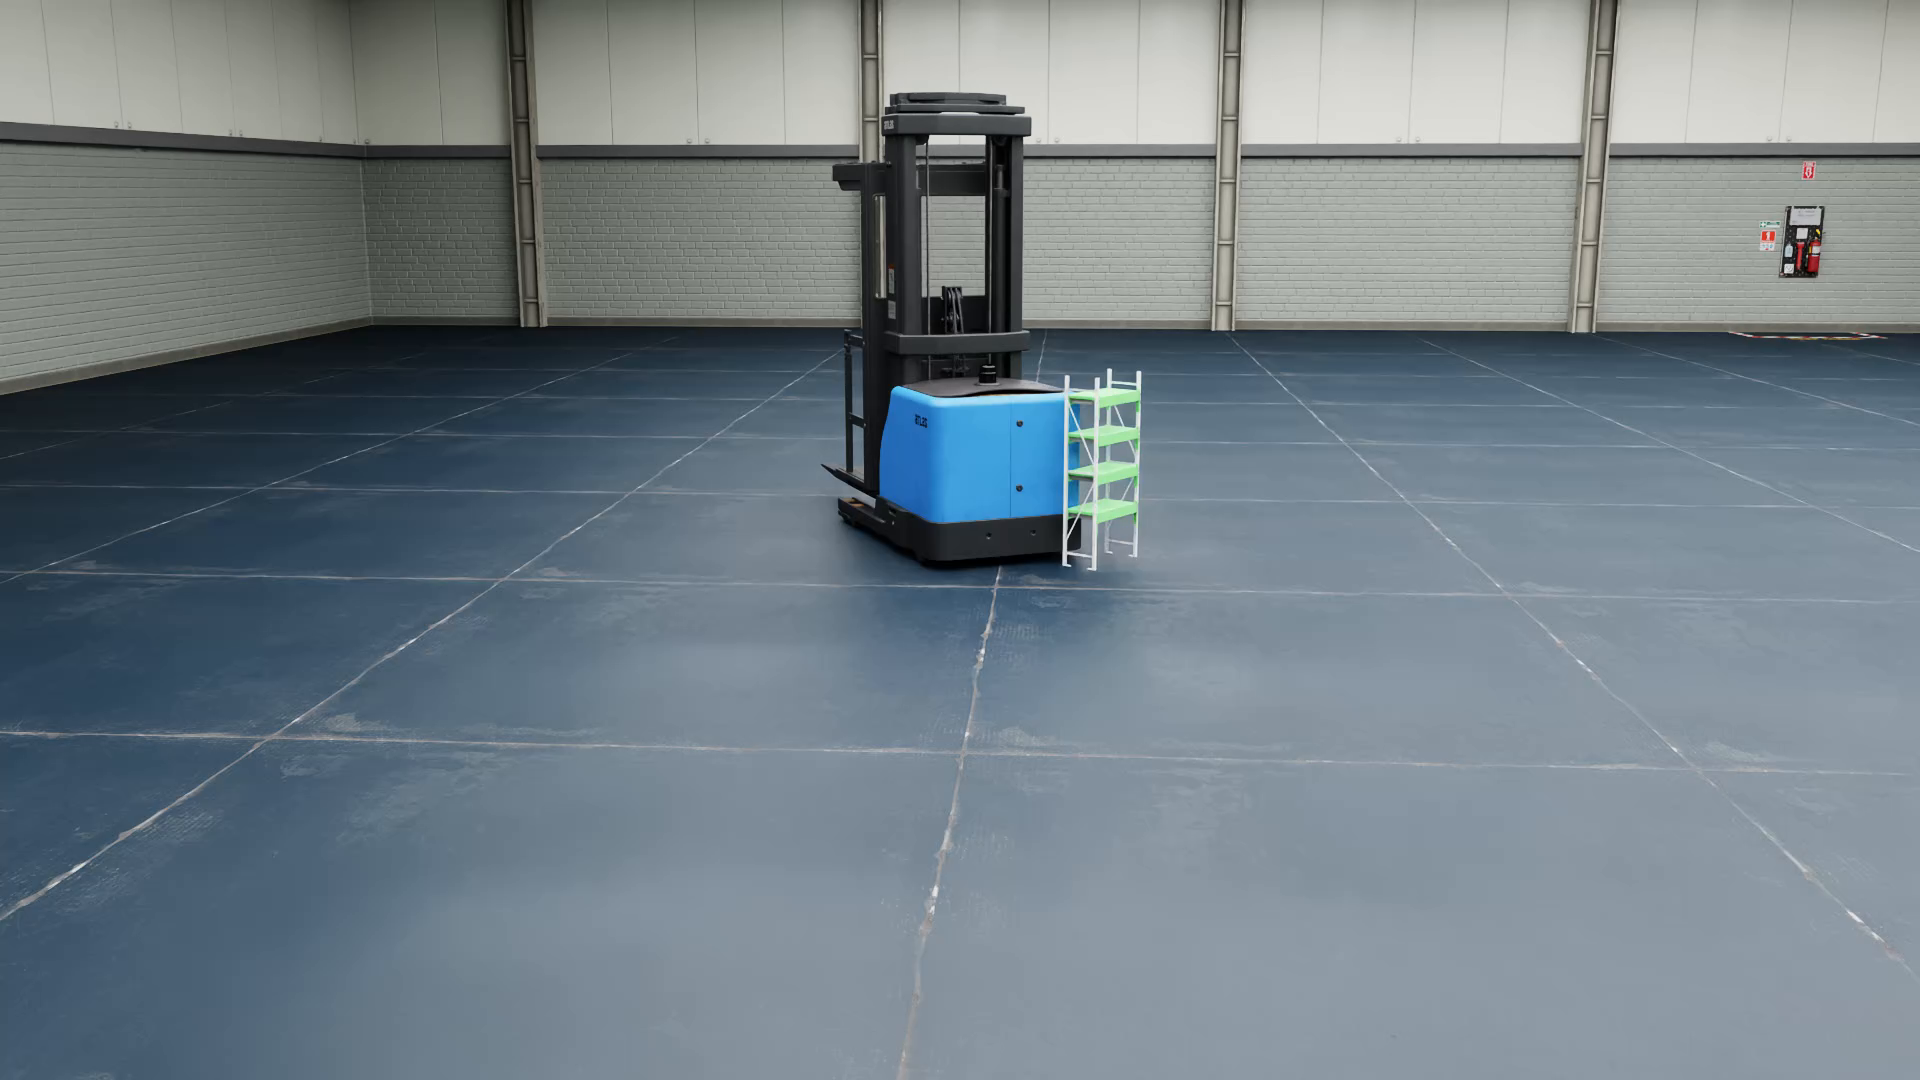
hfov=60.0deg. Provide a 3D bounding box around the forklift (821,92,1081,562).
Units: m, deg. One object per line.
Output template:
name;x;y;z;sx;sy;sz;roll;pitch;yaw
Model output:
forklift;-0.227;-1.555;11.543;1.130;2.935;3.031;-5;13;-21

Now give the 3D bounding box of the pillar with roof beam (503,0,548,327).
pillar with roof beam;-7.772;-7.284;24.112;0.400;9.000;9.100;1;12;4

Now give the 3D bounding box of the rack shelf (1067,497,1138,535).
rack shelf;0.896;-0.154;10.560;0.258;0.148;0.480;9;15;36

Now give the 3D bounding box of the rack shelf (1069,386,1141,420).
rack shelf;0.896;-0.859;10.413;0.258;0.148;0.480;9;15;36

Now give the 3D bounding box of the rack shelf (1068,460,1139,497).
rack shelf;0.896;-0.389;10.511;0.258;0.148;0.480;9;15;36

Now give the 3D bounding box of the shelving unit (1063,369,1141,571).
shelving unit;0.896;-0.452;10.498;0.258;1.200;0.503;9;15;36

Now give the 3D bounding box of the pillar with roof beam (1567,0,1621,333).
pillar with roof beam;10.188;-7.038;22.935;0.400;9.000;9.100;1;12;4

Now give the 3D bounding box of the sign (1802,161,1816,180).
sign;13.998;-6.095;27.420;0.199;0.298;0.001;1;12;4

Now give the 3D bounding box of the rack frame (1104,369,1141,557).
rack frame;1.044;-0.492;10.688;0.240;1.200;0.015;9;15;36

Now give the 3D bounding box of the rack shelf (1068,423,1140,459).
rack shelf;0.896;-0.624;10.462;0.258;0.148;0.480;9;15;36

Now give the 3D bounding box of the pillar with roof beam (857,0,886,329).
pillar with roof beam;-1.785;-7.202;23.720;0.400;9.000;9.100;1;12;4

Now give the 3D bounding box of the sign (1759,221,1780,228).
sign;13.458;-5.244;27.630;0.331;0.109;0.001;1;12;4

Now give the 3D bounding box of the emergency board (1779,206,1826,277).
emergency board;13.999;-4.940;27.560;0.643;1.169;0.194;1;12;4

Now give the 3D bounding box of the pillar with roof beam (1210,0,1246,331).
pillar with roof beam;4.201;-7.120;23.327;0.400;9.000;9.100;1;12;4

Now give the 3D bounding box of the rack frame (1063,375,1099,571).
rack frame;0.748;-0.412;10.308;0.240;1.200;0.015;9;15;36

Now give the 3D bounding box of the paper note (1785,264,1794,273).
paper note;13.827;-4.526;27.729;0.142;0.148;0.016;1;12;4

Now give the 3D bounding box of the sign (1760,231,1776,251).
sign;13.454;-4.986;27.693;0.234;0.329;0.001;1;12;4
